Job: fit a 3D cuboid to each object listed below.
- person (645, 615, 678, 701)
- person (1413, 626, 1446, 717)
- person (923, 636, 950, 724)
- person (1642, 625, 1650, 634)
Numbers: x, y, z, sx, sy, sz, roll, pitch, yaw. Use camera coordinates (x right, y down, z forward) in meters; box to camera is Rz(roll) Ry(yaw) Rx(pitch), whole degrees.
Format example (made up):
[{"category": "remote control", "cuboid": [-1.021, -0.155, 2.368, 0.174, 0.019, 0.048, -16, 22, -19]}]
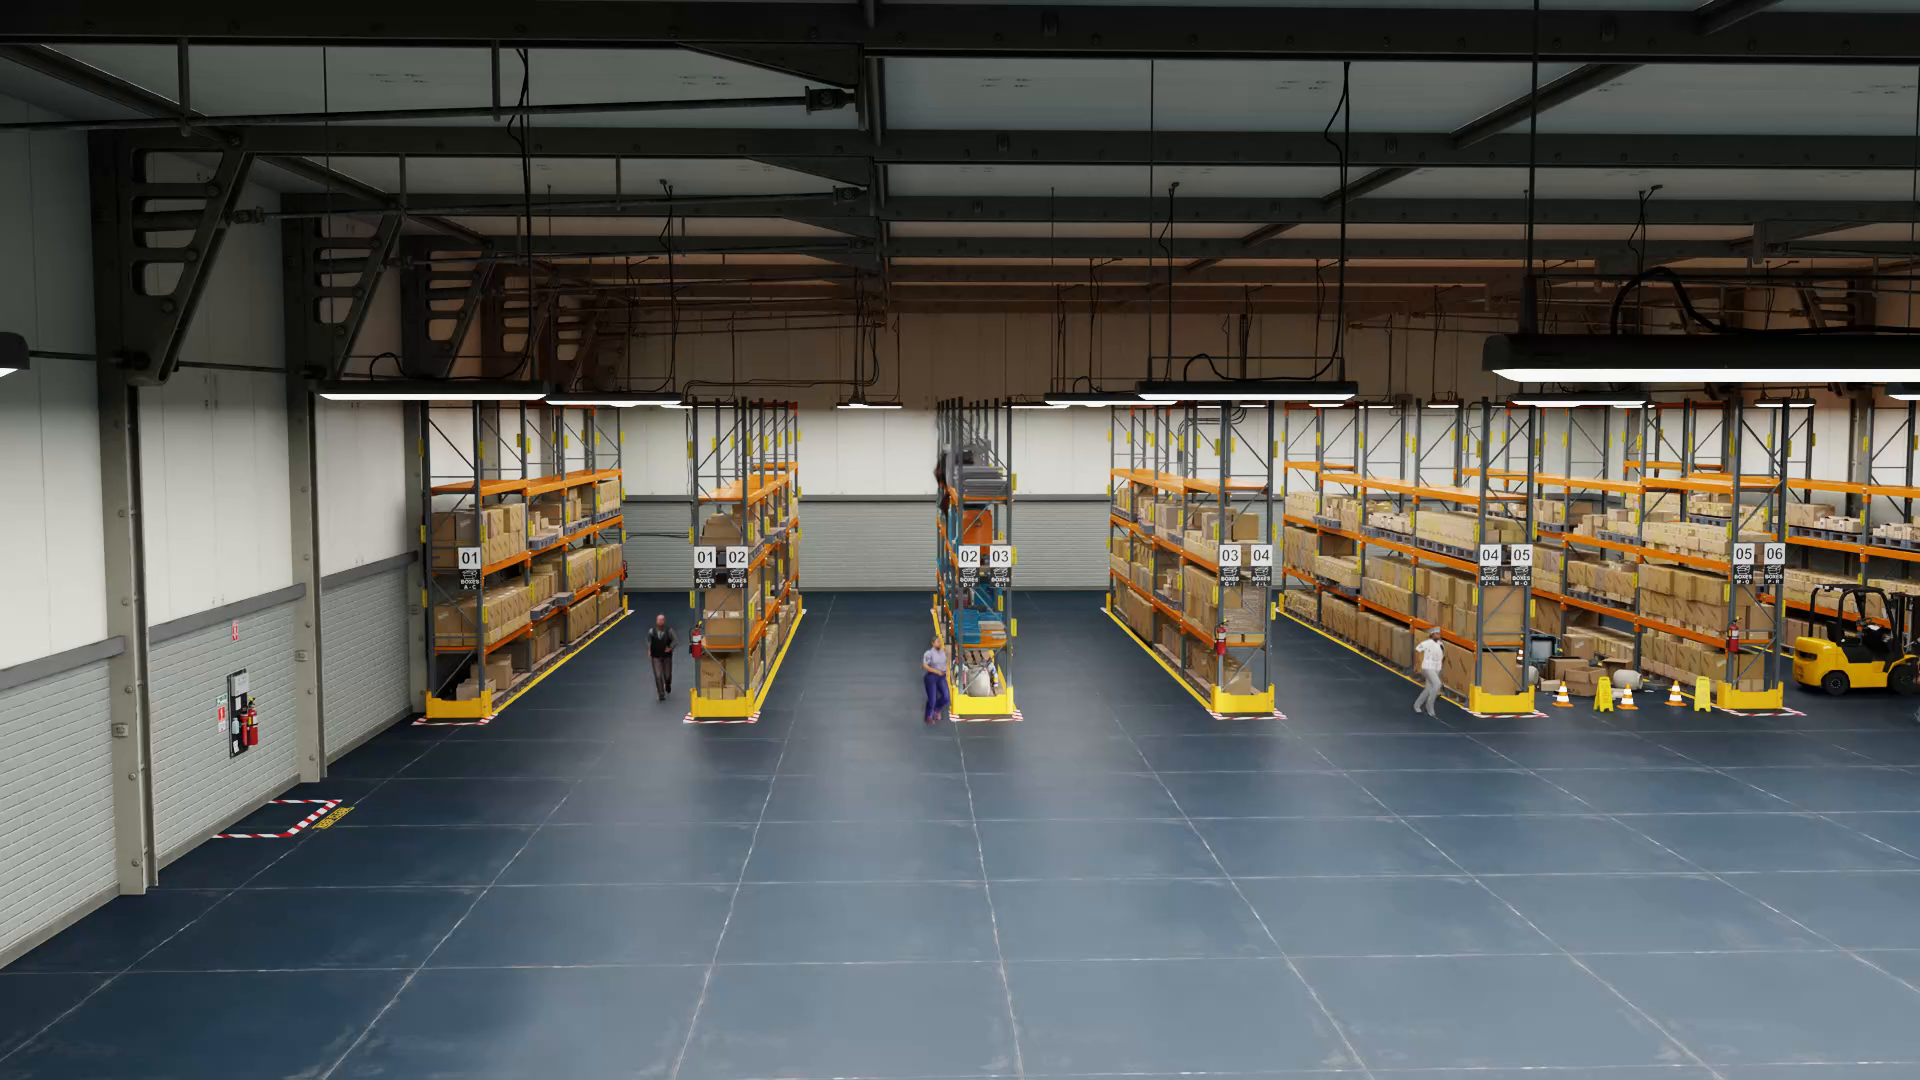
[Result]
[{"category": "person", "cuboid": [-5.929, 2.328, 33.045, 0.658, 1.687, 0.716, 0, 4, -5]}, {"category": "person", "cuboid": [8.920, 2.459, 31.379, 0.571, 1.657, 0.665, -2, 5, -29]}, {"category": "person", "cuboid": [-0.396, 2.564, 30.528, 0.636, 1.617, 0.588, -3, 6, -37]}, {"category": "person", "cuboid": [16.777, 1.746, 40.173, 0.671, 1.829, 0.901, 0, 4, -1]}]
